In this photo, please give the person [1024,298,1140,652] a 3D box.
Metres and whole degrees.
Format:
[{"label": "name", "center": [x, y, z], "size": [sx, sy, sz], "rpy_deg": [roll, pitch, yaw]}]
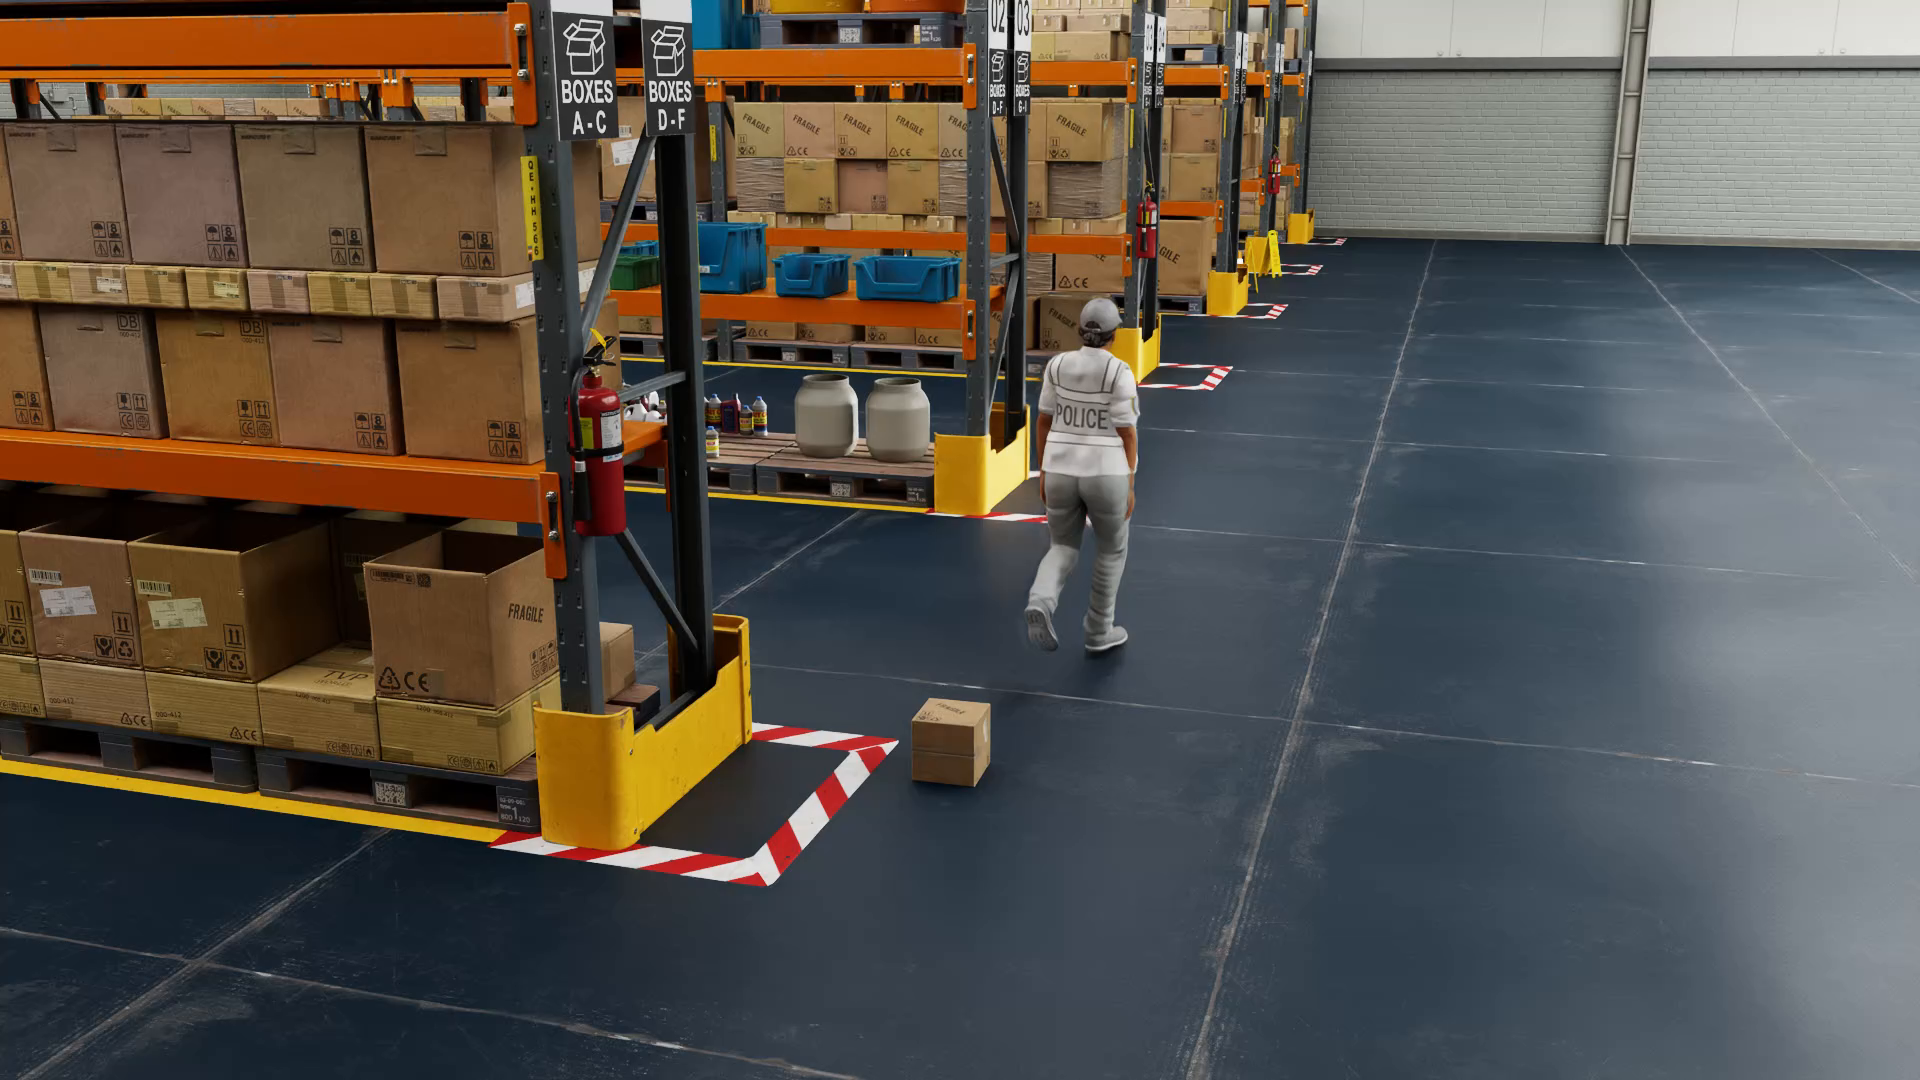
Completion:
[{"label": "person", "center": [0.557, -0.268, 7.552], "size": [0.487, 1.644, 0.626], "rpy_deg": [8, 17, 28]}]
